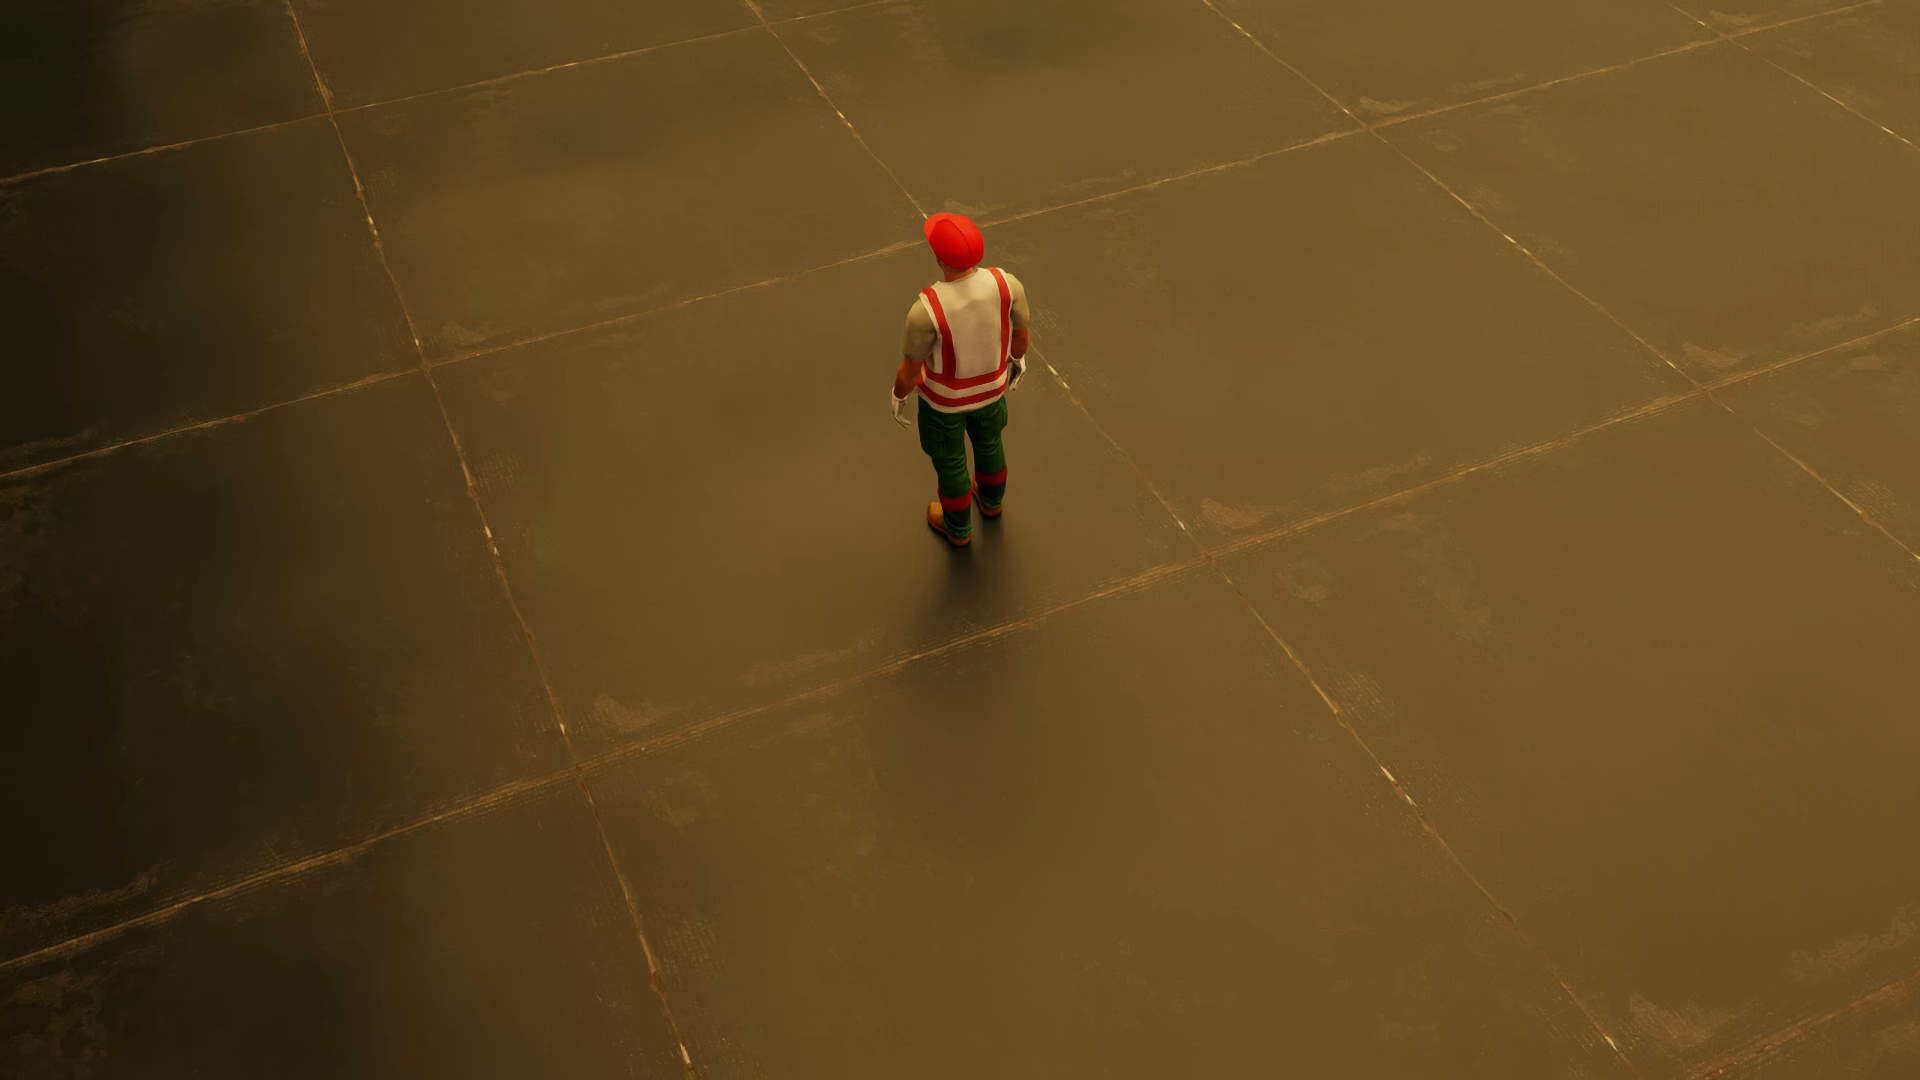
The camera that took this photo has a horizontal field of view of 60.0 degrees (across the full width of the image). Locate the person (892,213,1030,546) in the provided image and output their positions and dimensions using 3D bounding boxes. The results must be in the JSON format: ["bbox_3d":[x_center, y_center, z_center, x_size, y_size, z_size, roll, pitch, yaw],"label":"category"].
[{"bbox_3d":[-0.023,-0.713,7.270,0.637,1.790,0.562,-18,46,-18],"label":"person"}]
